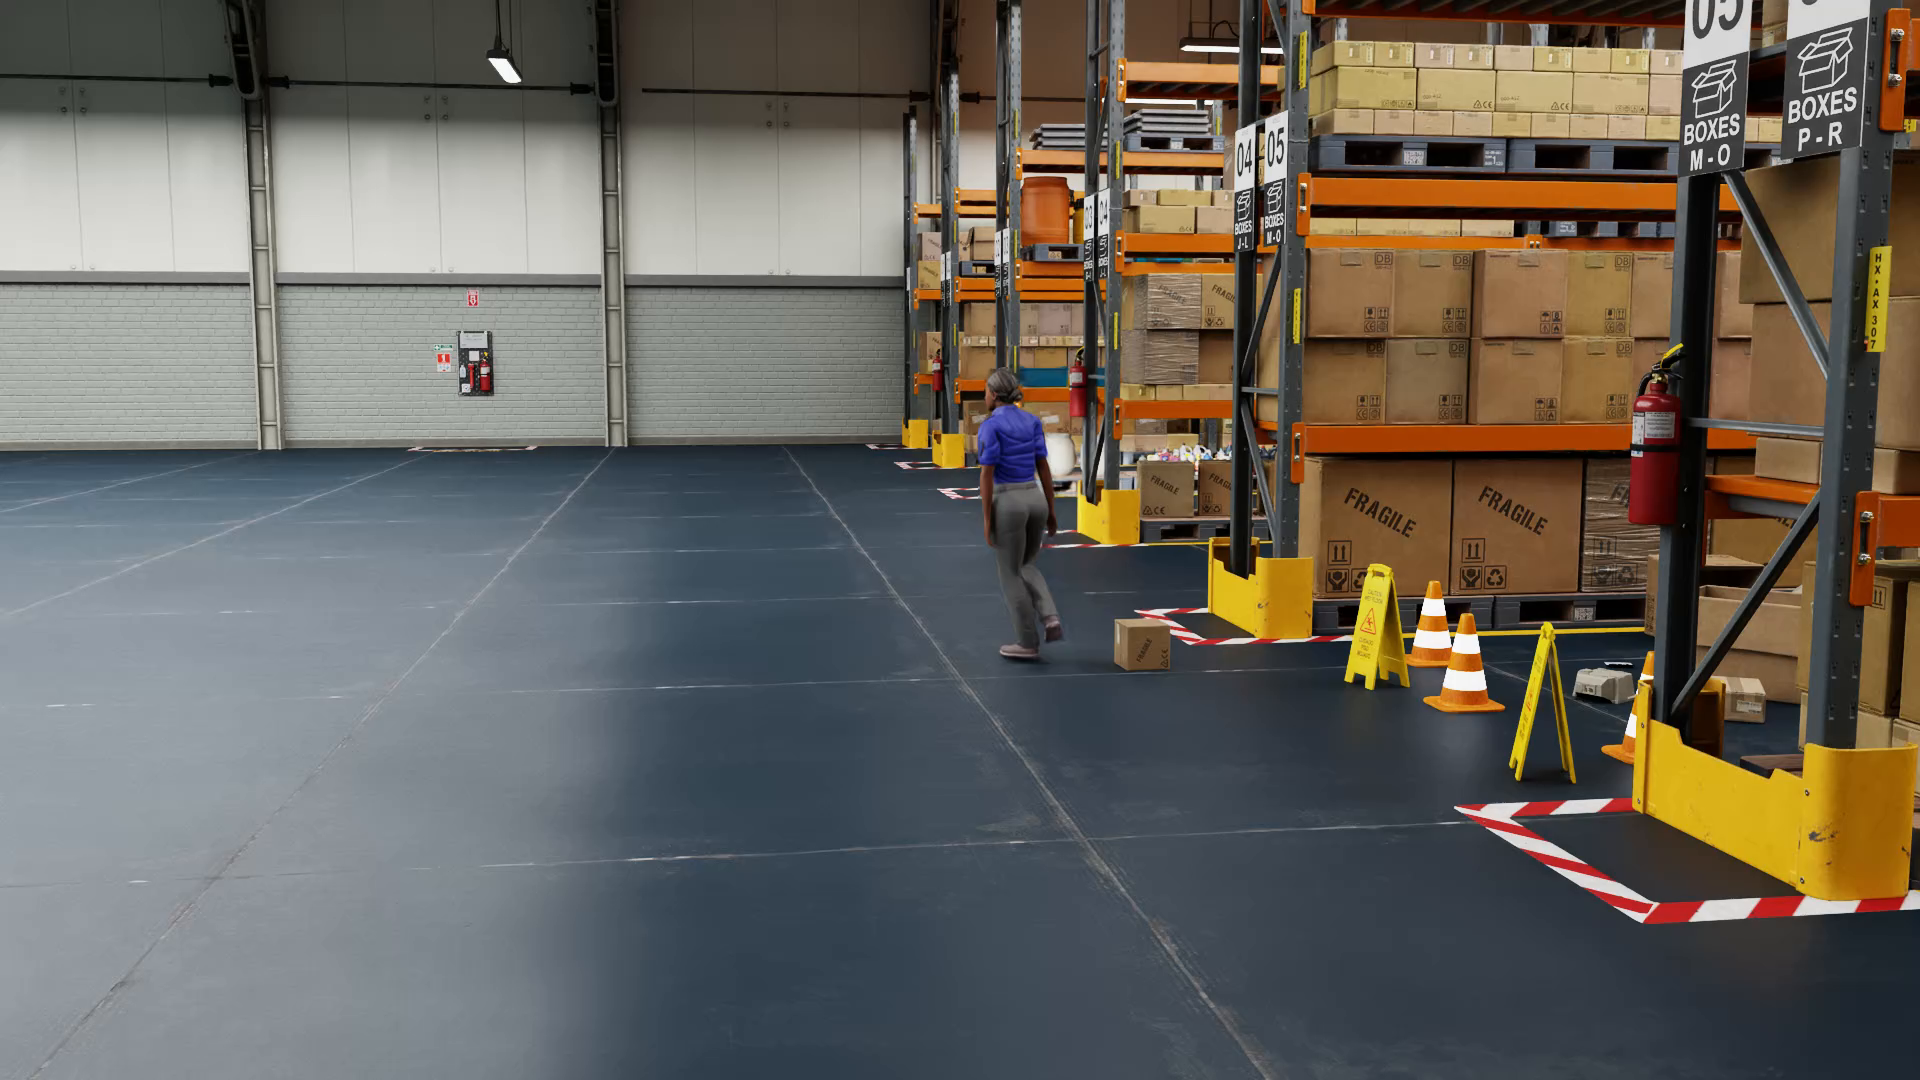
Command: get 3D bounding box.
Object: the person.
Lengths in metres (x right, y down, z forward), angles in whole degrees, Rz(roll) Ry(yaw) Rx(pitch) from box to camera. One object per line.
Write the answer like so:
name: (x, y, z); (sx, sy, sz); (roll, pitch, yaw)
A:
person: (0.346, -0.048, 9.505); (0.505, 1.451, 0.461); (-5, 8, -38)
